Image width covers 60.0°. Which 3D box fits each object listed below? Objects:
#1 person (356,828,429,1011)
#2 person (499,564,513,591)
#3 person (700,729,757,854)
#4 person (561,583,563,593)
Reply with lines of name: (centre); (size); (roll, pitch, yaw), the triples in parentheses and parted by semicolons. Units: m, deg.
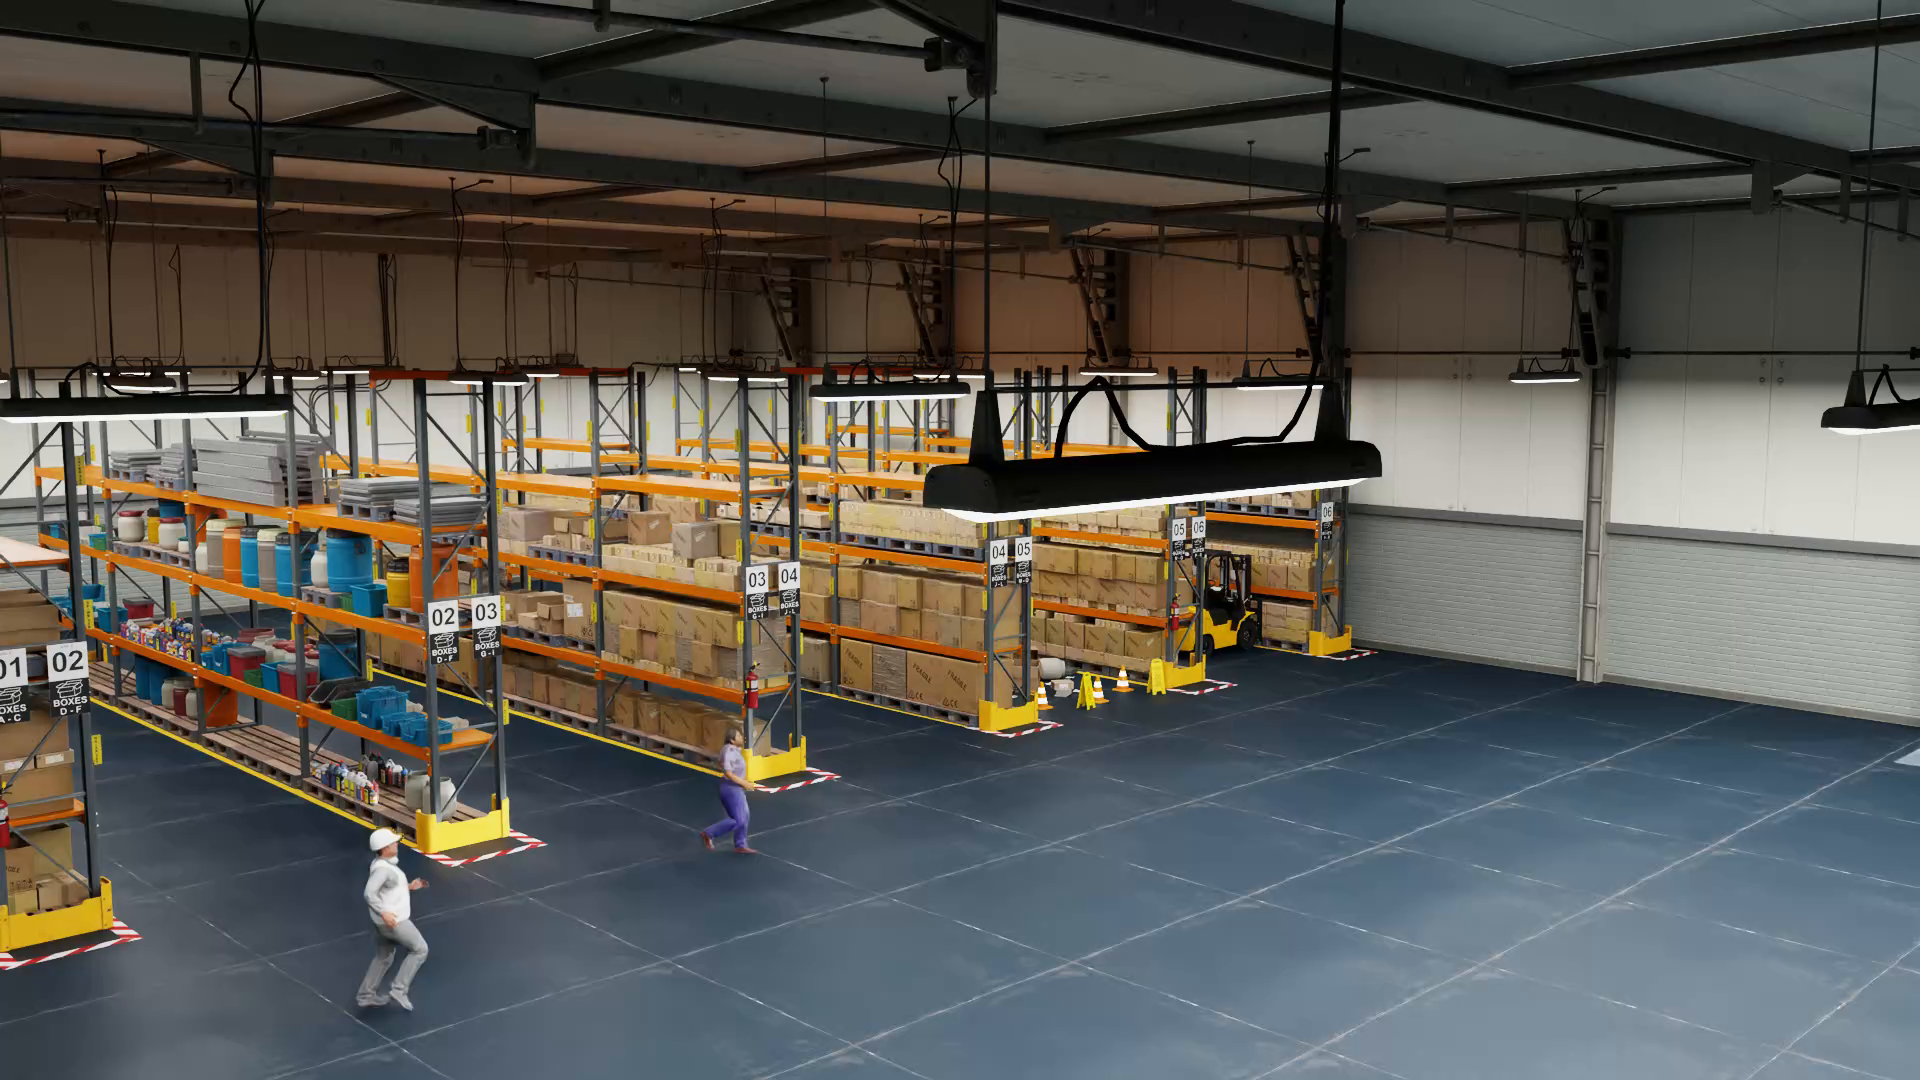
person: (-5.461, 3.654, 16.004); (0.715, 1.793, 0.625); (-4, 7, -30)
person: (-10.143, 1.358, 36.447); (0.733, 1.741, 0.730); (-6, 9, -41)
person: (-2.934, 3.182, 20.977); (0.727, 1.637, 0.612); (-1, 7, -13)
person: (-9.747, 0.704, 41.814); (0.910, 1.703, 0.699); (-5, 8, -39)
